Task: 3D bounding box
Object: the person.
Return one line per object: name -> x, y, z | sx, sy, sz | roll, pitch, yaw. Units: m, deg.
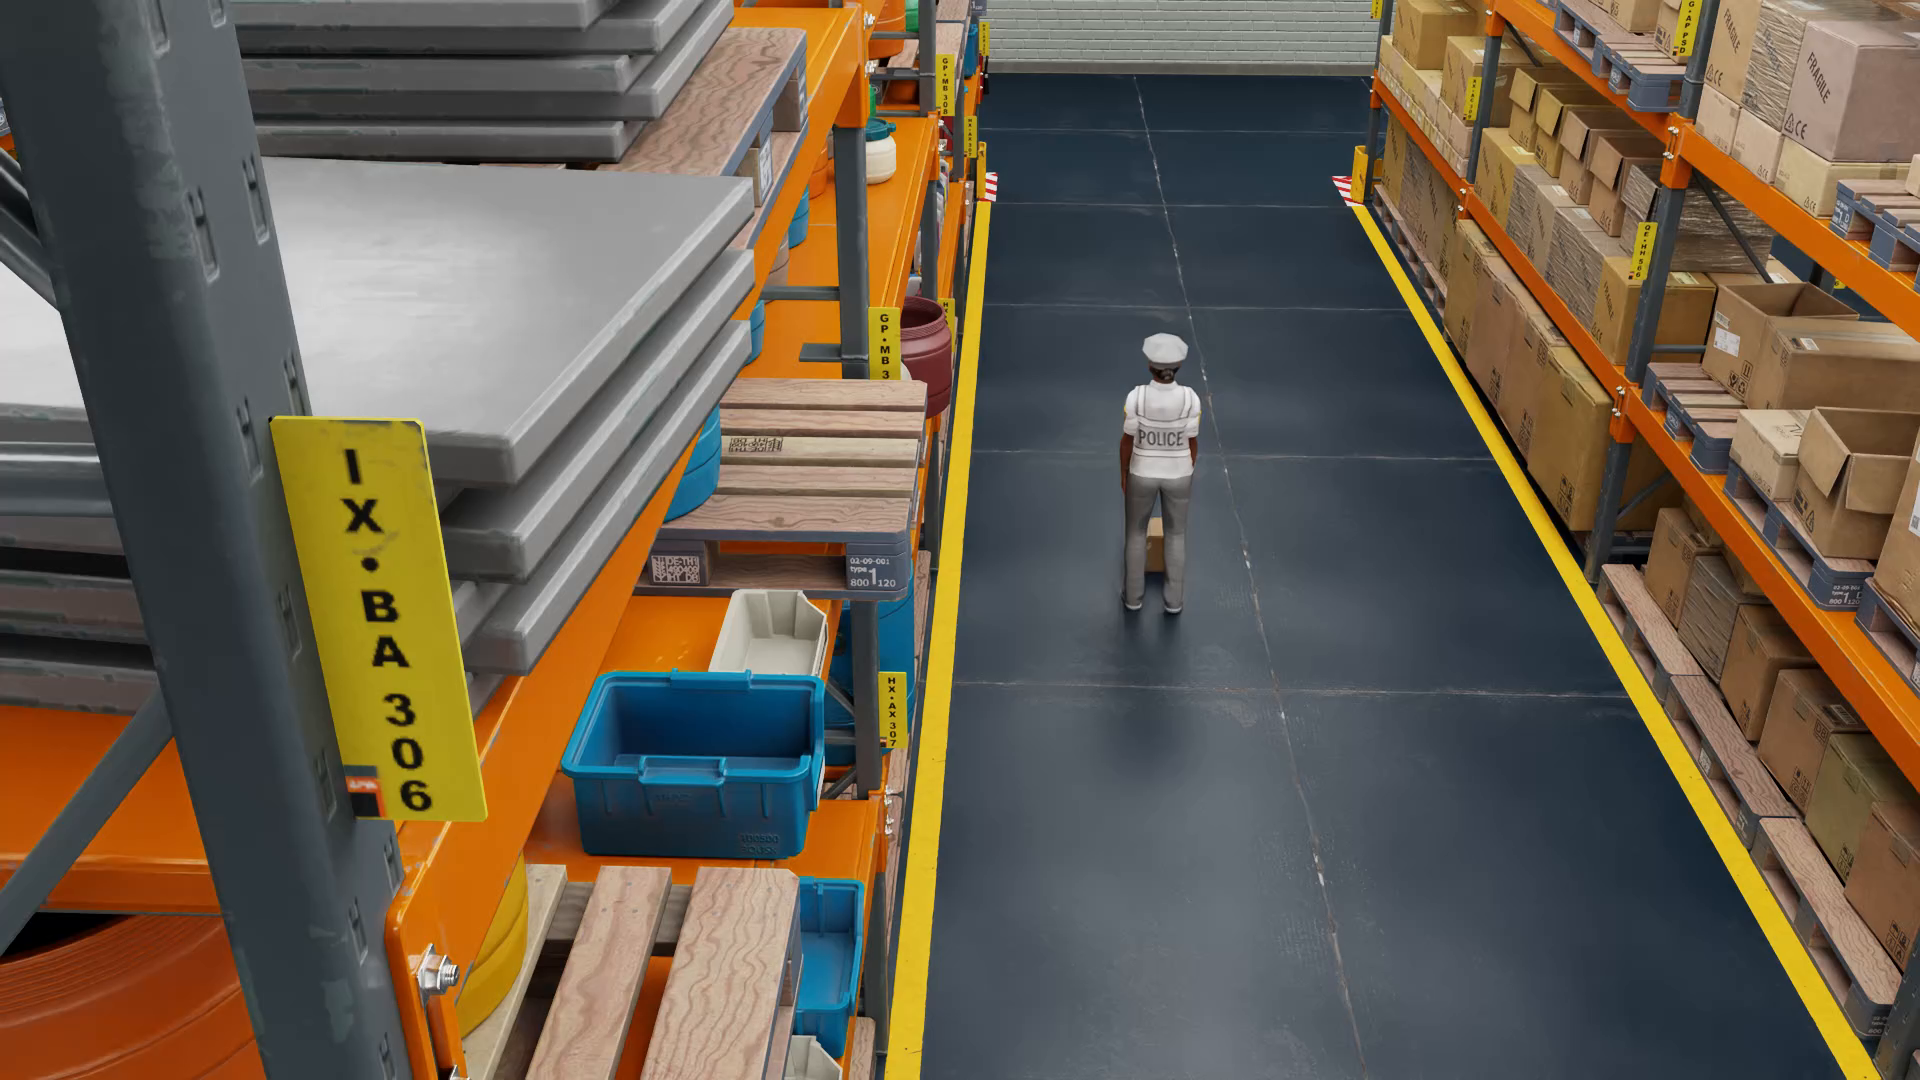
person -> 1.128, -0.372, 9.527 | 0.437, 1.677, 0.340 | 2, 28, 3
